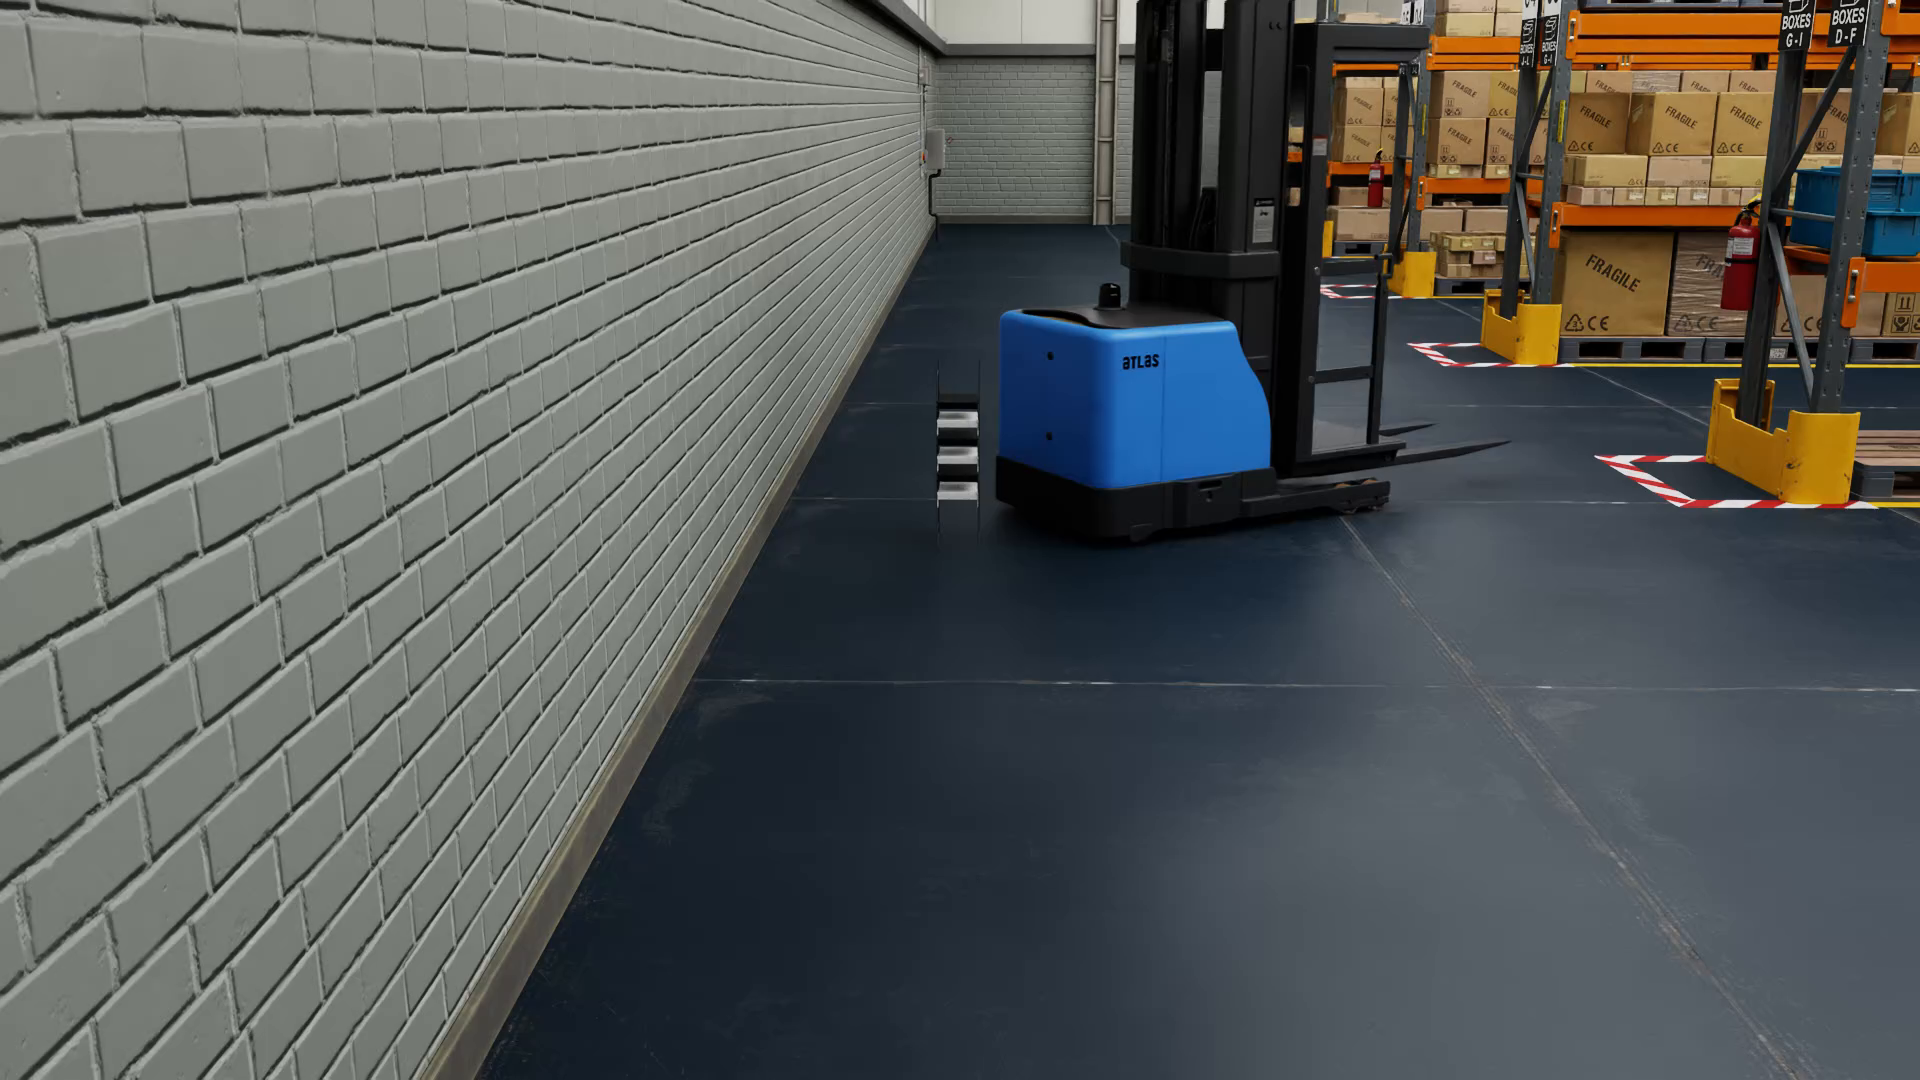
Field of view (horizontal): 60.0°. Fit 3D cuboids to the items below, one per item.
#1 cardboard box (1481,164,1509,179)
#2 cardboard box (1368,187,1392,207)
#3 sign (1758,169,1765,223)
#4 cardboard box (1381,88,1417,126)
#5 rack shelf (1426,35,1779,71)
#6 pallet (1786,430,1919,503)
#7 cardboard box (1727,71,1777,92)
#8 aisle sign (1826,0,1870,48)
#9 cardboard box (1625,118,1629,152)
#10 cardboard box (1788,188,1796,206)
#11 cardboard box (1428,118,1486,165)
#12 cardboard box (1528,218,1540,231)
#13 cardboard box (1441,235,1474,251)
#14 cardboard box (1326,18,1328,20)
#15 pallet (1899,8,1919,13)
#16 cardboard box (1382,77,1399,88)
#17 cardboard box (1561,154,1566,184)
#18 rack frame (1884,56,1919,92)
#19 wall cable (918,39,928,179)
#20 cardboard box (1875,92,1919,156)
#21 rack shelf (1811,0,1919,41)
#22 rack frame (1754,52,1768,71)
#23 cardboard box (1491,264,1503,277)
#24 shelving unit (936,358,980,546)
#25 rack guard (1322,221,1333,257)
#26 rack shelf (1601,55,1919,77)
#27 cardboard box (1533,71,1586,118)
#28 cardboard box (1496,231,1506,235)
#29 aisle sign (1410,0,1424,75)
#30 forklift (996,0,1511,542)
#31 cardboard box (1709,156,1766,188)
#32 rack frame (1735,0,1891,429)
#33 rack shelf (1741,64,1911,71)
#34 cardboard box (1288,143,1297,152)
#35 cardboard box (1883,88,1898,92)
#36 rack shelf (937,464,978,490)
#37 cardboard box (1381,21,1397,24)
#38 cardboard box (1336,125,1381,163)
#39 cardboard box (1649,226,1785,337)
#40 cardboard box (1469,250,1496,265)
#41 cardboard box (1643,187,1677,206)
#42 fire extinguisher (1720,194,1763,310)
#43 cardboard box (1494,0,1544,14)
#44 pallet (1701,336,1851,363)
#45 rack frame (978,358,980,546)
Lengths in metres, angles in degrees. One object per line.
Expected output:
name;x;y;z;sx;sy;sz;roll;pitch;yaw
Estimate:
cardboard box;5.929;-4.110;18.530;0.250;0.149;0.380;0;15;0
cardboard box;7.227;-5.774;28.423;0.500;0.500;0.500;1;15;2
sign;4.734;-2.016;9.780;0.005;0.325;0.100;0;15;1
cardboard box;6.105;-6.041;23.201;0.500;0.500;0.500;0;15;0
rack shelf;7.090;-5.413;18.507;4.000;0.370;1.077;0;15;1
pallet;5.560;-0.433;9.566;1.213;0.211;1.003;0;15;1
cardboard box;8.612;-4.907;18.321;0.500;0.500;0.500;0;15;-1
aisle sign;4.657;-2.978;8.651;0.004;0.787;0.394;0;15;1
cardboard box;7.582;-4.428;18.464;0.500;0.500;0.500;0;15;1
cardboard box;6.747;-2.842;13.723;0.250;0.149;0.380;0;15;0
cardboard box;5.532;-4.442;18.519;0.500;0.500;0.500;1;15;4
cardboard box;8.490;-4.556;23.928;0.875;0.438;0.875;0;15;1
cardboard box;5.605;-3.346;18.740;0.250;0.149;0.380;0;15;-1
cardboard box;6.184;-8.541;27.683;0.500;0.250;0.500;0;15;1
pallet;8.044;-4.449;13.616;1.213;0.211;1.003;0;15;1
cardboard box;5.984;-6.345;23.080;0.250;0.149;0.380;1;15;3
cardboard box;5.354;-3.195;14.281;0.500;0.250;0.500;0;15;1
rack frame;13.113;-5.534;23.437;0.127;3.000;1.000;0;15;1
wall cable;-0.522;-6.124;23.618;0.123;1.953;0.585;0;15;1
cardboard box;7.894;-3.406;13.612;0.500;0.500;0.500;1;15;2
rack shelf;6.736;-2.886;8.928;4.000;0.370;1.077;0;15;1
rack frame;9.089;-4.297;18.749;0.127;3.000;1.000;0;15;1
cardboard box;6.118;-3.082;18.908;0.250;0.149;0.380;1;15;2
shelving unit;-0.008;-0.435;8.225;0.210;0.900;0.258;0;15;1
rack guard;5.092;-4.378;23.954;0.348;0.500;1.175;0;15;1
rack shelf;11.114;-6.650;23.196;4.000;0.370;1.077;0;15;1
cardboard box;6.556;-4.918;18.361;0.500;0.500;0.500;0;15;0
cardboard box;6.395;-3.494;19.301;0.250;0.149;0.380;0;15;-1
aisle sign;5.010;-5.505;18.228;0.004;0.787;0.394;0;15;1
forklift;1.725;-1.659;8.883;3.031;2.935;1.130;-8;17;-29
cardboard box;6.358;-3.053;13.742;0.500;0.250;0.500;0;15;0
rack frame;4.736;-1.796;9.268;0.127;3.000;1.000;0;15;1
rack shelf;15.236;-7.890;27.895;4.000;0.370;1.077;0;15;1
cardboard box;5.560;-6.659;28.191;0.250;0.149;0.380;0;15;1
cardboard box;12.590;-6.003;23.057;0.500;0.500;0.500;0;15;0
rack shelf;-0.008;-0.316;8.257;0.200;0.077;0.258;0;15;1
cardboard box;5.989;-7.205;23.361;0.250;0.149;0.380;-1;15;-3
cardboard box;5.588;-5.559;23.333;0.500;0.500;0.500;0;15;1
cardboard box;6.414;-2.245;14.312;0.875;0.875;0.875;0;15;1
cardboard box;5.880;-3.207;18.797;0.250;0.149;0.380;0;15;1
cardboard box;5.722;-2.849;13.749;0.250;0.149;0.380;0;15;0
fire extinguisher;4.597;-1.695;9.769;0.183;0.674;0.296;0;15;1
cardboard box;6.044;-5.871;18.146;0.500;0.250;0.500;0;15;1
pallet;6.880;-1.717;14.435;1.213;0.211;1.003;0;15;1
rack frame;0.094;-0.435;8.223;0.006;0.900;0.240;0;15;1
